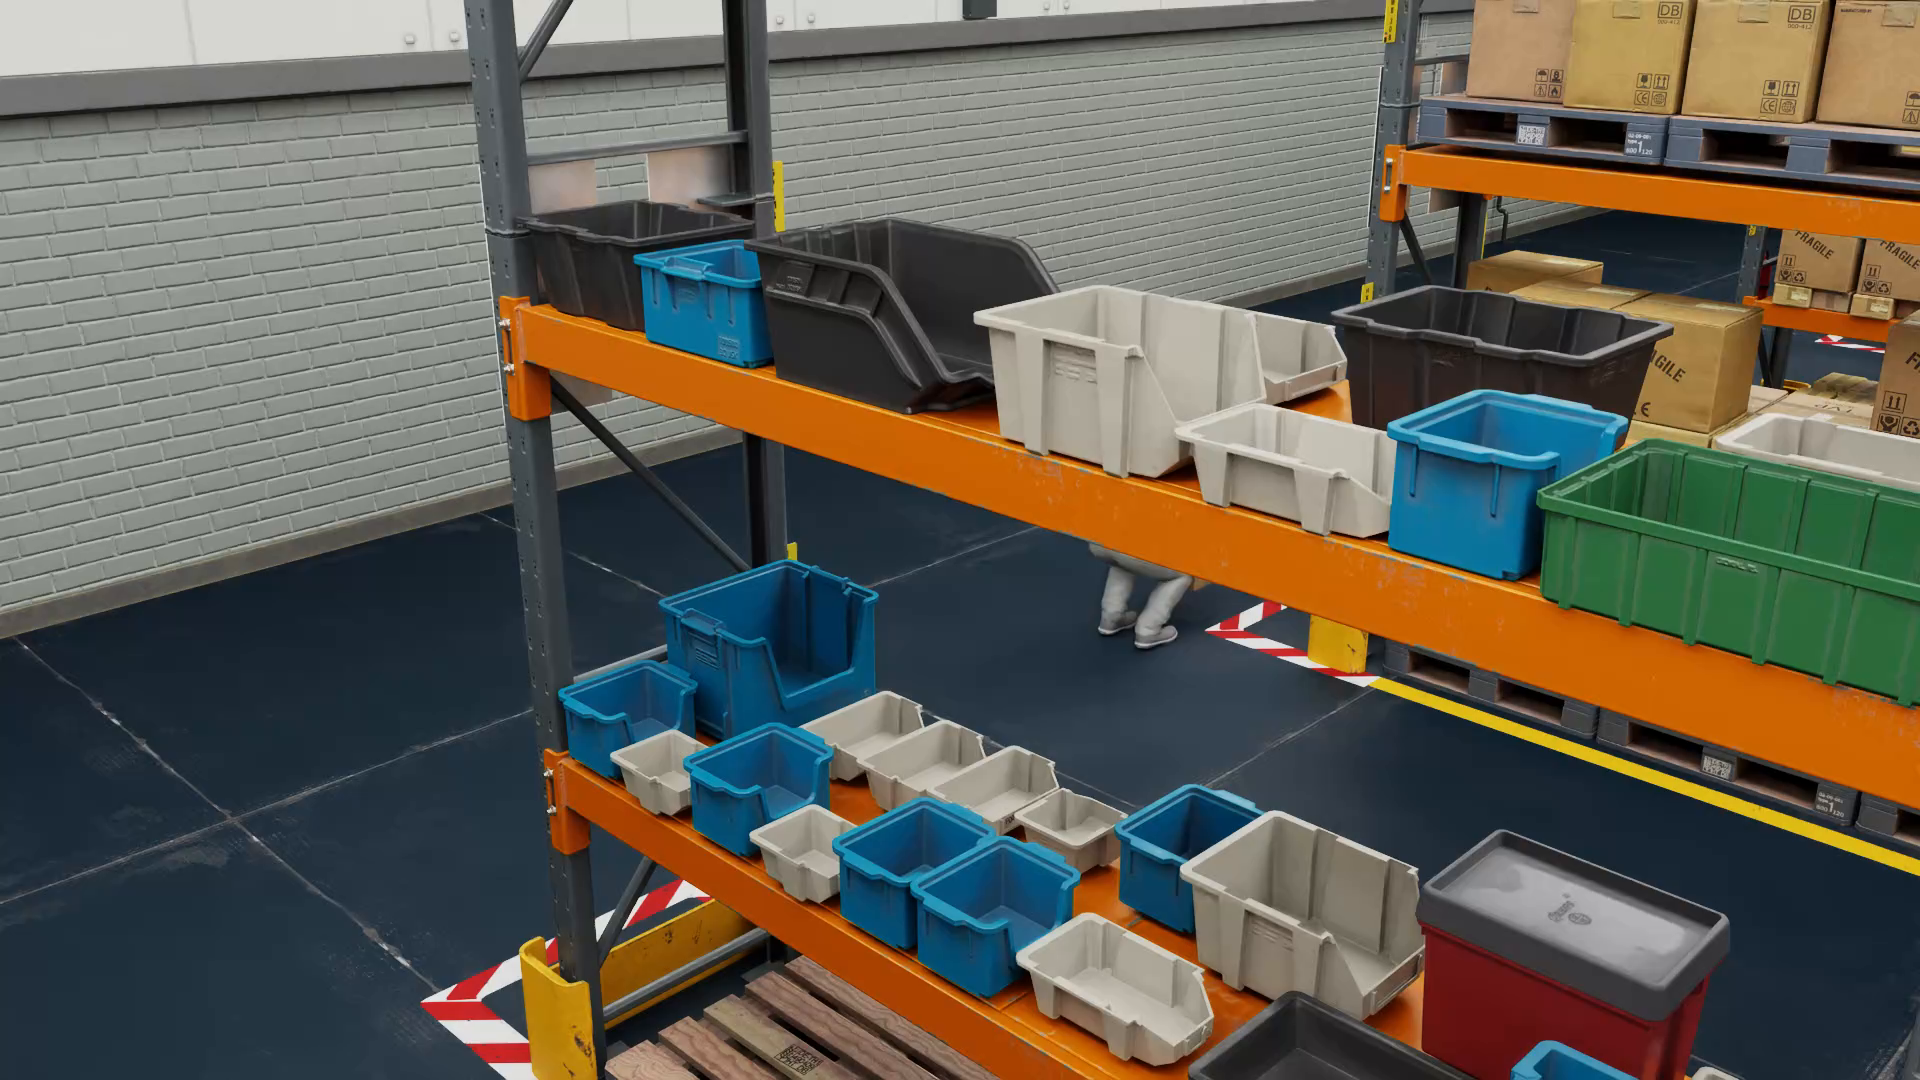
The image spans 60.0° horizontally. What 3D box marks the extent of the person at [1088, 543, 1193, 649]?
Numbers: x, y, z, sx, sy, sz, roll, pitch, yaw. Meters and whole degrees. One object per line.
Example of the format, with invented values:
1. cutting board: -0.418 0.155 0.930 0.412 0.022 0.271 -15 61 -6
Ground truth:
1. person: 1.057 -0.063 9.476 0.581 1.241 0.882 19 27 41
